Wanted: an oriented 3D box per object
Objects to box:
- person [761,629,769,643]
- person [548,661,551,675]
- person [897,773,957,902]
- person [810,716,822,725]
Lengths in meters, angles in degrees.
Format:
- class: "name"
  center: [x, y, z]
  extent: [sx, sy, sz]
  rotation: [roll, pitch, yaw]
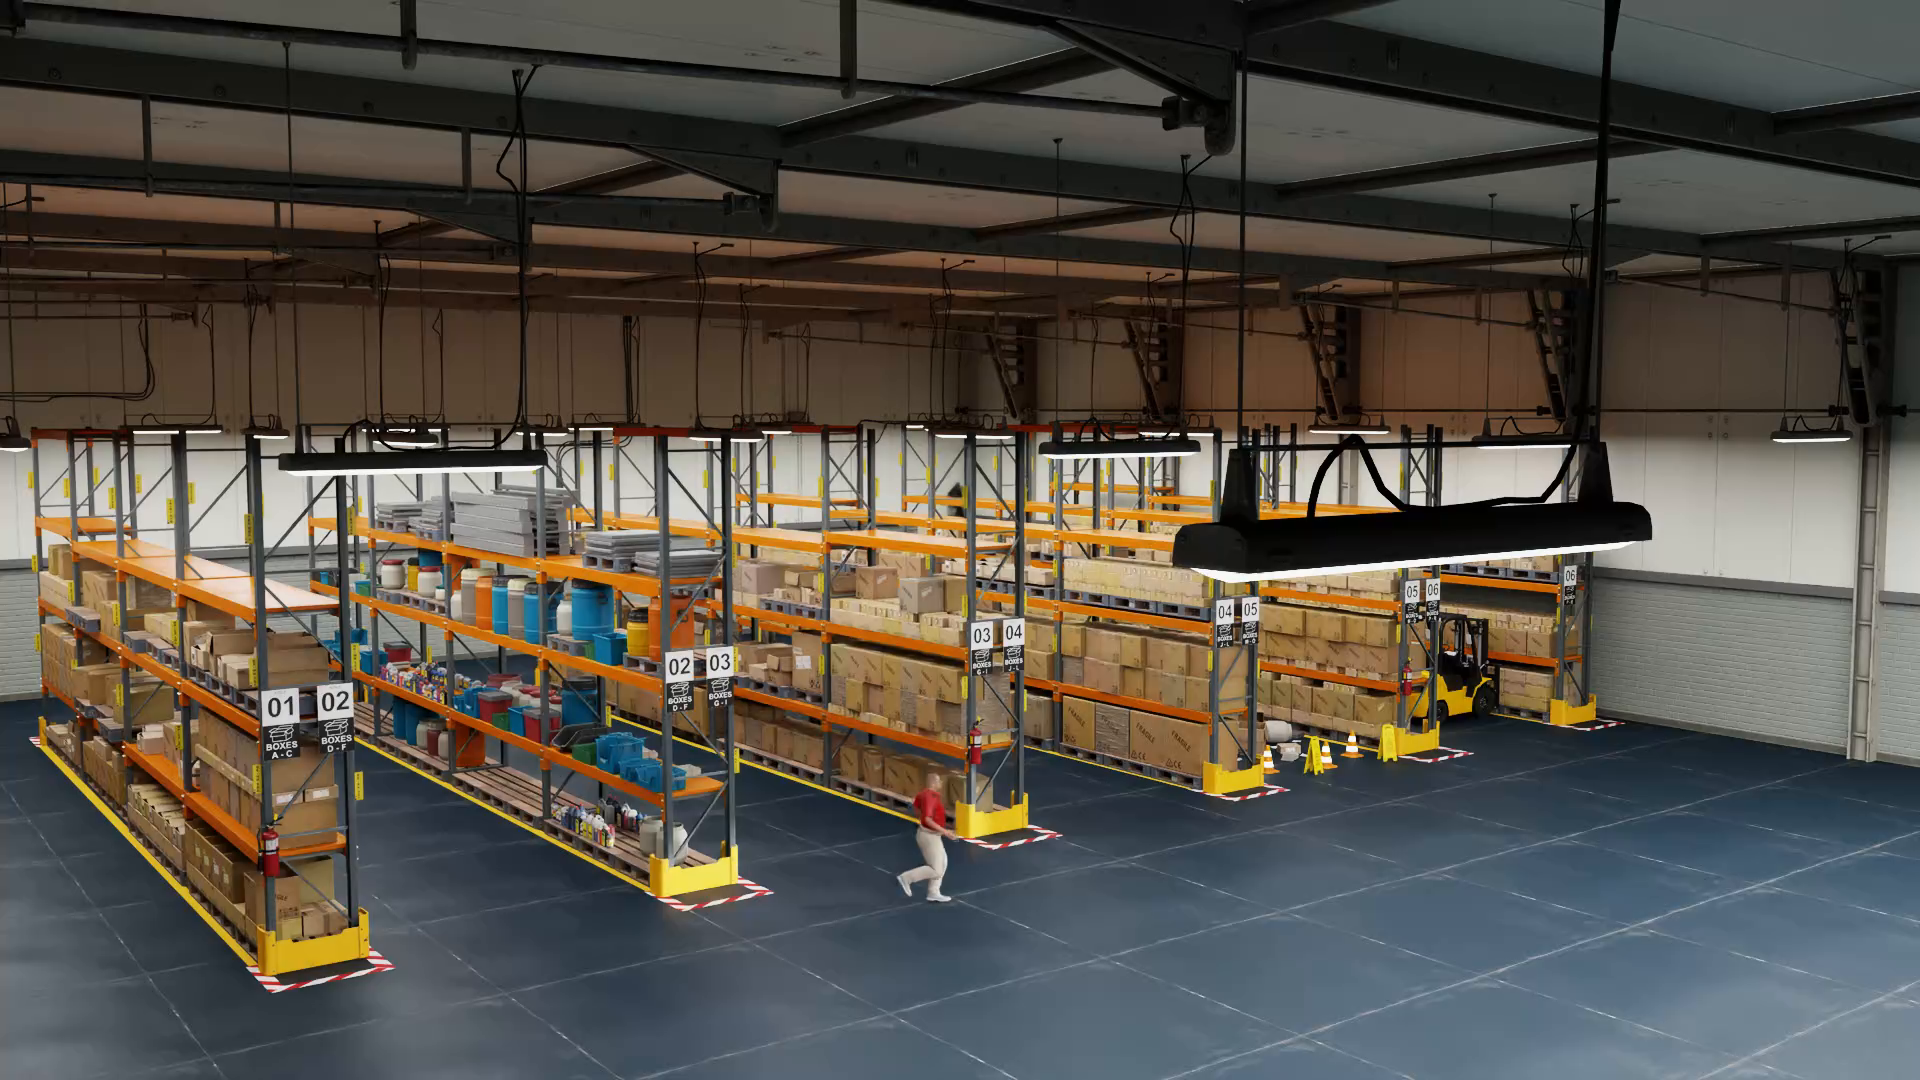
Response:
- class: "person"
  center: [-4.906, 1.871, 42.273]
  extent: [0.581, 1.746, 0.696]
  rotation: [-4, 6, -42]
- class: "person"
  center: [-9.383, 2.434, 38.617]
  extent: [0.588, 1.773, 0.672]
  rotation: [-2, 5, -28]
- class: "person"
  center: [-0.457, 3.827, 21.306]
  extent: [0.749, 1.691, 0.639]
  rotation: [-1, 5, -13]
- class: "person"
  center: [-2.741, 2.931, 32.496]
  extent: [0.661, 1.695, 0.635]
  rotation: [-4, 6, -42]
